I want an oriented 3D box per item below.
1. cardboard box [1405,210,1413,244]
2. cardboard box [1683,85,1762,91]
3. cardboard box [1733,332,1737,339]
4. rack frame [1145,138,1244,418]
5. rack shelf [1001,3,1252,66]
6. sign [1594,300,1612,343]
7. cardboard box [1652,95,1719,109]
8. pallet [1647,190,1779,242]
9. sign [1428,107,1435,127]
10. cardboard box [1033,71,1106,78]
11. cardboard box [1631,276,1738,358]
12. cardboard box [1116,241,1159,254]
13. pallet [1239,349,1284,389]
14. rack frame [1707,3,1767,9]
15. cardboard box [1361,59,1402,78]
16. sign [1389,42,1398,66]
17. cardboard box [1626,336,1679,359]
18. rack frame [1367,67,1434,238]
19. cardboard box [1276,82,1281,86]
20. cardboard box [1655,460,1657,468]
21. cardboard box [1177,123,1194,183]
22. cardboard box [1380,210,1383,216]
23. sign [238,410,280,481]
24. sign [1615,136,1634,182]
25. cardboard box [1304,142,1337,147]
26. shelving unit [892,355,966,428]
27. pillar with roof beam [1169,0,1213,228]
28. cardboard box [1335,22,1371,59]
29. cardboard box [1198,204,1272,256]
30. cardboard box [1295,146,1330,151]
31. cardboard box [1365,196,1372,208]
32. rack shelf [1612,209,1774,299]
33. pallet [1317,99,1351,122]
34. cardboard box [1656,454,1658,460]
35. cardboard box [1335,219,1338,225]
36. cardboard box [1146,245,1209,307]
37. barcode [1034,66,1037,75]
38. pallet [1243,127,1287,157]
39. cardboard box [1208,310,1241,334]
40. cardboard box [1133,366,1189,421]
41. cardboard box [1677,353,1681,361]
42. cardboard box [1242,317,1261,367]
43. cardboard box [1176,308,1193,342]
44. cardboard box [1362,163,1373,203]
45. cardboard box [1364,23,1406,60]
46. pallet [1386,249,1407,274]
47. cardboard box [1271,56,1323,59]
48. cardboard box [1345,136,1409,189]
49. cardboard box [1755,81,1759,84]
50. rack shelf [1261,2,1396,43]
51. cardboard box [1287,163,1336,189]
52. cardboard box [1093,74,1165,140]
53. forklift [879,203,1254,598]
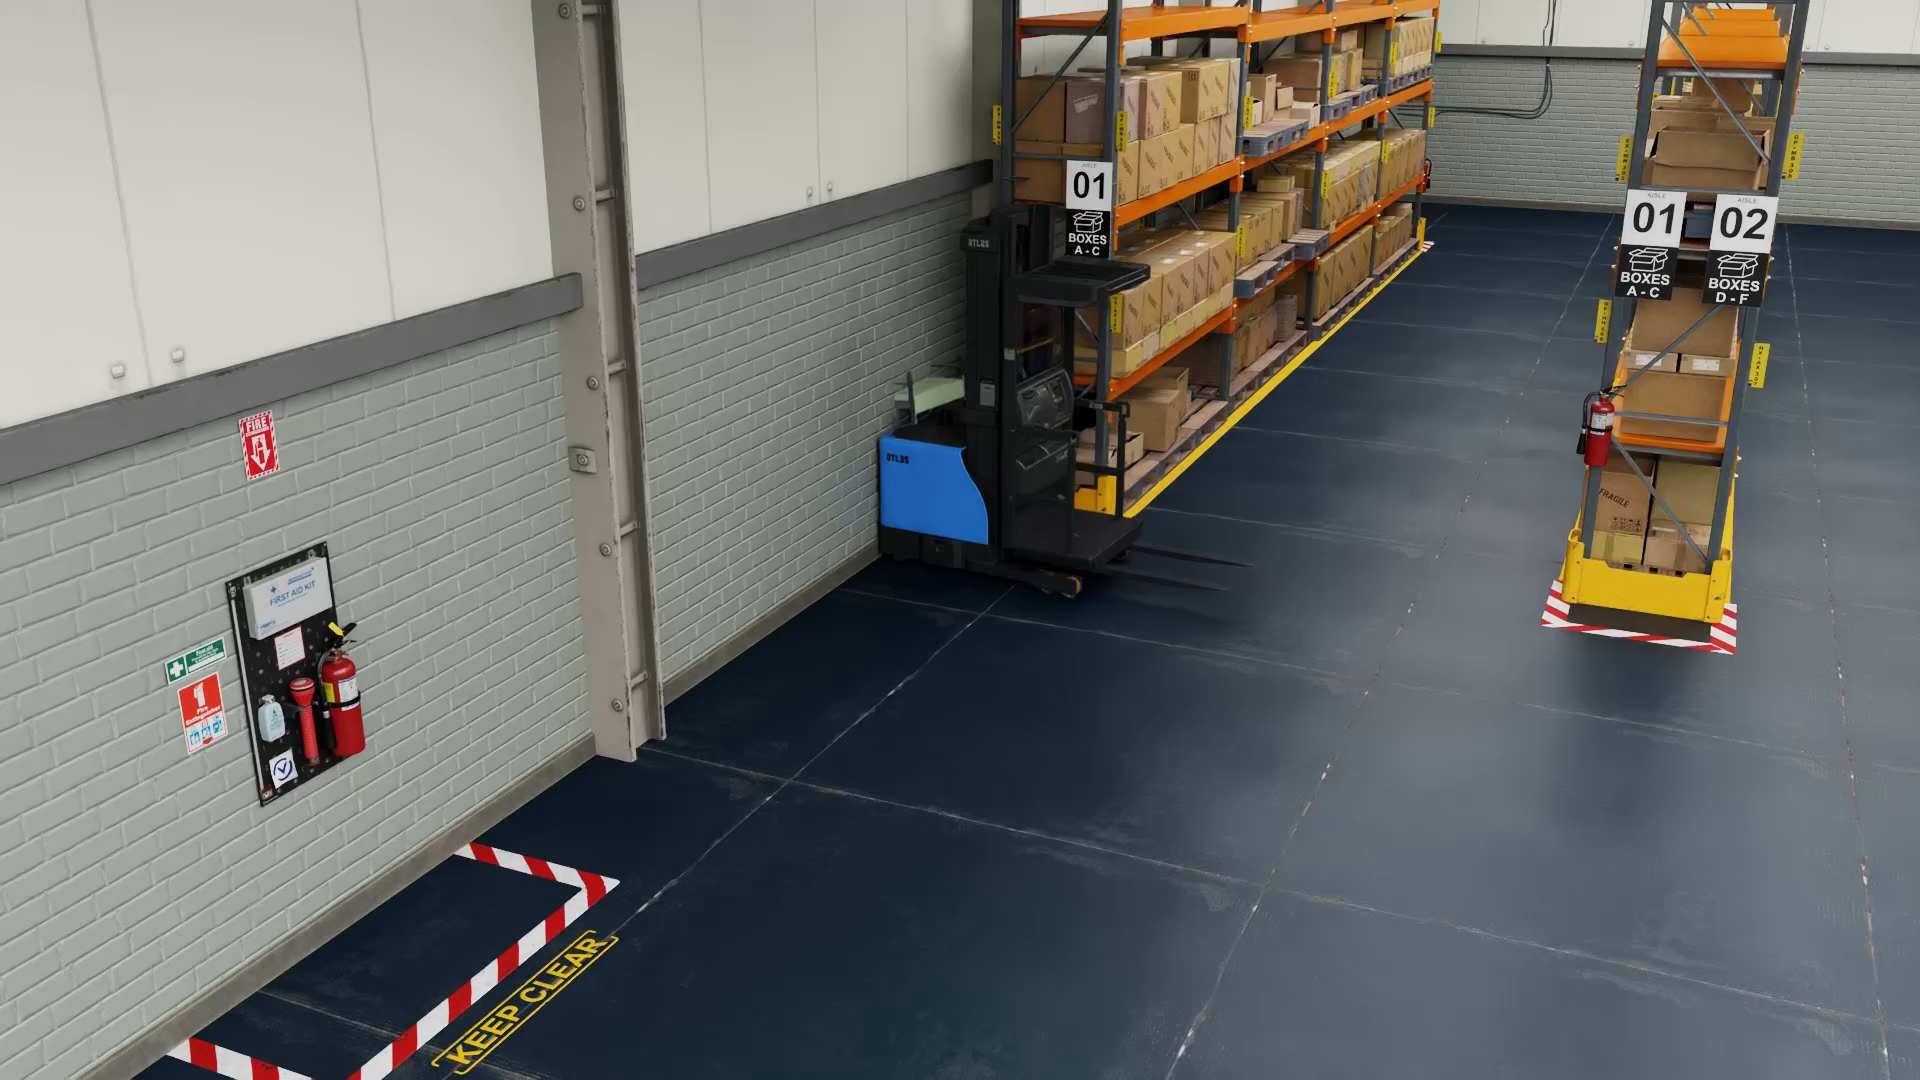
[{"bbox_3d":[7.182,-5.274,27.925,0.700,0.500,0.500,9,21,23],"label":"cardboard box"},{"bbox_3d":[8.979,-5.112,19.740,0.910,0.500,0.500,9,21,23],"label":"cardboard box"},{"bbox_3d":[6.018,-1.589,13.343,0.380,0.149,0.250,8,21,22],"label":"cardboard box"},{"bbox_3d":[2.463,-2.813,17.902,1.000,3.000,0.127,9,21,23],"label":"rack frame"},{"bbox_3d":[1.644,-4.688,15.299,1.077,0.370,4.000,9,21,23],"label":"rack shelf"},{"bbox_3d":[4.857,-1.648,12.544,0.100,0.325,0.005,9,21,23],"label":"sign"},{"bbox_3d":[6.537,-3.741,15.050,0.500,0.500,0.500,10,22,27],"label":"cardboard box"},{"bbox_3d":[5.659,-2.496,12.666,1.003,0.211,1.213,9,21,23],"label":"pallet"},{"bbox_3d":[7.866,-7.060,27.762,0.100,0.325,0.005,9,21,23],"label":"sign"},{"bbox_3d":[0.977,-3.867,14.718,0.500,0.500,0.500,10,22,26],"label":"cardboard box"},{"bbox_3d":[5.571,-1.727,12.764,0.700,0.500,0.500,9,21,23],"label":"cardboard box"},{"bbox_3d":[1.656,-2.681,16.606,0.500,0.500,0.500,9,22,24],"label":"cardboard box"},{"bbox_3d":[3.279,-2.112,20.092,1.003,0.211,1.213,9,21,23],"label":"pallet"},{"bbox_3d":[11.898,-8.629,25.304,1.000,3.000,0.127,9,21,23],"label":"rack frame"},{"bbox_3d":[6.263,-7.021,24.707,0.500,0.250,0.500,8,21,23],"label":"cardboard box"},{"bbox_3d":[6.238,-6.992,23.936,0.100,0.325,0.005,9,21,23],"label":"sign"},{"bbox_3d":[5.435,-1.488,13.058,0.380,0.149,0.250,9,22,24],"label":"cardboard box"},{"bbox_3d":[7.377,-6.481,28.217,1.000,3.000,0.127,9,21,23],"label":"rack frame"},{"bbox_3d":[3.596,-5.317,20.288,0.500,0.500,0.500,9,21,23],"label":"cardboard box"},{"bbox_3d":[6.099,-0.632,15.247,0.500,0.250,0.500,9,21,23],"label":"cardboard box"},{"bbox_3d":[1.852,-3.613,15.497,0.500,0.500,0.500,10,22,26],"label":"cardboard box"},{"bbox_3d":[6.741,-5.414,27.351,0.380,0.149,0.250,9,21,23],"label":"cardboard box"},{"bbox_3d":[-3.275,-0.442,7.776,0.001,0.298,0.199,9,21,23],"label":"sign"},{"bbox_3d":[4.857,-2.784,12.140,0.100,0.325,0.005,9,21,23],"label":"sign"},{"bbox_3d":[5.105,-5.543,23.836,0.500,0.250,0.500,9,21,23],"label":"cardboard box"},{"bbox_3d":[-0.291,-0.792,14.360,0.431,1.500,0.755,7,20,36],"label":"shelving unit"},{"bbox_3d":[6.707,-5.993,17.891,9.100,9.000,0.400,9,21,23],"label":"pillar with roof beam"},{"bbox_3d":[5.812,-7.445,24.779,0.500,0.500,0.500,8,21,22],"label":"cardboard box"},{"bbox_3d":[3.179,-3.594,19.292,0.700,0.500,0.500,12,23,30],"label":"cardboard box"},{"bbox_3d":[4.904,-5.389,23.403,0.500,0.250,0.500,8,21,21],"label":"cardboard box"},{"bbox_3d":[5.777,-4.927,24.192,0.380,0.149,0.250,9,21,24],"label":"cardboard box"},{"bbox_3d":[6.165,-2.598,13.893,1.077,0.370,4.000,9,21,23],"label":"rack shelf"},{"bbox_3d":[4.316,-5.564,21.444,1.213,0.211,1.003,10,22,25],"label":"pallet"},{"bbox_3d":[6.099,-0.986,15.122,0.500,0.500,0.500,9,21,23],"label":"cardboard box"},{"bbox_3d":[4.949,-4.393,22.690,0.380,0.149,0.250,9,21,24],"label":"cardboard box"},{"bbox_3d":[2.137,-2.612,16.413,0.500,0.500,0.500,8,21,21],"label":"cardboard box"},{"bbox_3d":[0.660,-4.090,14.480,0.001,0.075,0.075,9,21,23],"label":"barcode"},{"bbox_3d":[2.813,-4.312,17.921,1.213,0.211,1.003,9,21,23],"label":"pallet"},{"bbox_3d":[2.927,-2.558,19.141,0.500,0.250,0.500,8,21,22],"label":"cardboard box"},{"bbox_3d":[2.075,-1.520,17.340,0.500,0.500,0.500,7,21,19],"label":"cardboard box"},{"bbox_3d":[5.760,-1.261,13.389,0.700,0.500,0.500,9,22,24],"label":"cardboard box"},{"bbox_3d":[3.161,-2.385,19.773,0.700,0.500,0.500,9,21,23],"label":"cardboard box"},{"bbox_3d":[1.937,-2.105,16.104,0.500,0.250,0.500,9,21,23],"label":"cardboard box"},{"bbox_3d":[5.580,-5.122,23.773,0.500,0.500,0.500,9,21,23],"label":"cardboard box"},{"bbox_3d":[6.287,-7.379,24.593,0.500,0.500,0.500,8,21,22],"label":"cardboard box"},{"bbox_3d":[6.620,-4.541,26.922,1.003,0.211,1.213,9,21,23],"label":"pallet"},{"bbox_3d":[4.416,-6.029,21.662,0.700,0.500,0.500,7,21,20],"label":"cardboard box"},{"bbox_3d":[6.569,-6.010,26.443,0.980,0.700,0.700,7,21,20],"label":"cardboard box"},{"bbox_3d":[10.686,-6.273,22.632,0.500,0.250,0.500,9,21,23],"label":"cardboard box"},{"bbox_3d":[4.920,-6.946,22.242,1.077,0.370,4.000,9,21,23],"label":"rack shelf"},{"bbox_3d":[4.534,-4.698,21.461,0.500,0.250,0.500,9,22,24],"label":"cardboard box"},{"bbox_3d":[1.456,-3.762,14.423,0.500,0.500,0.500,8,21,22],"label":"cardboard box"},{"bbox_3d":[0.863,-1.127,13.264,3.031,2.935,1.130,10,22,27],"label":"forklift"}]
